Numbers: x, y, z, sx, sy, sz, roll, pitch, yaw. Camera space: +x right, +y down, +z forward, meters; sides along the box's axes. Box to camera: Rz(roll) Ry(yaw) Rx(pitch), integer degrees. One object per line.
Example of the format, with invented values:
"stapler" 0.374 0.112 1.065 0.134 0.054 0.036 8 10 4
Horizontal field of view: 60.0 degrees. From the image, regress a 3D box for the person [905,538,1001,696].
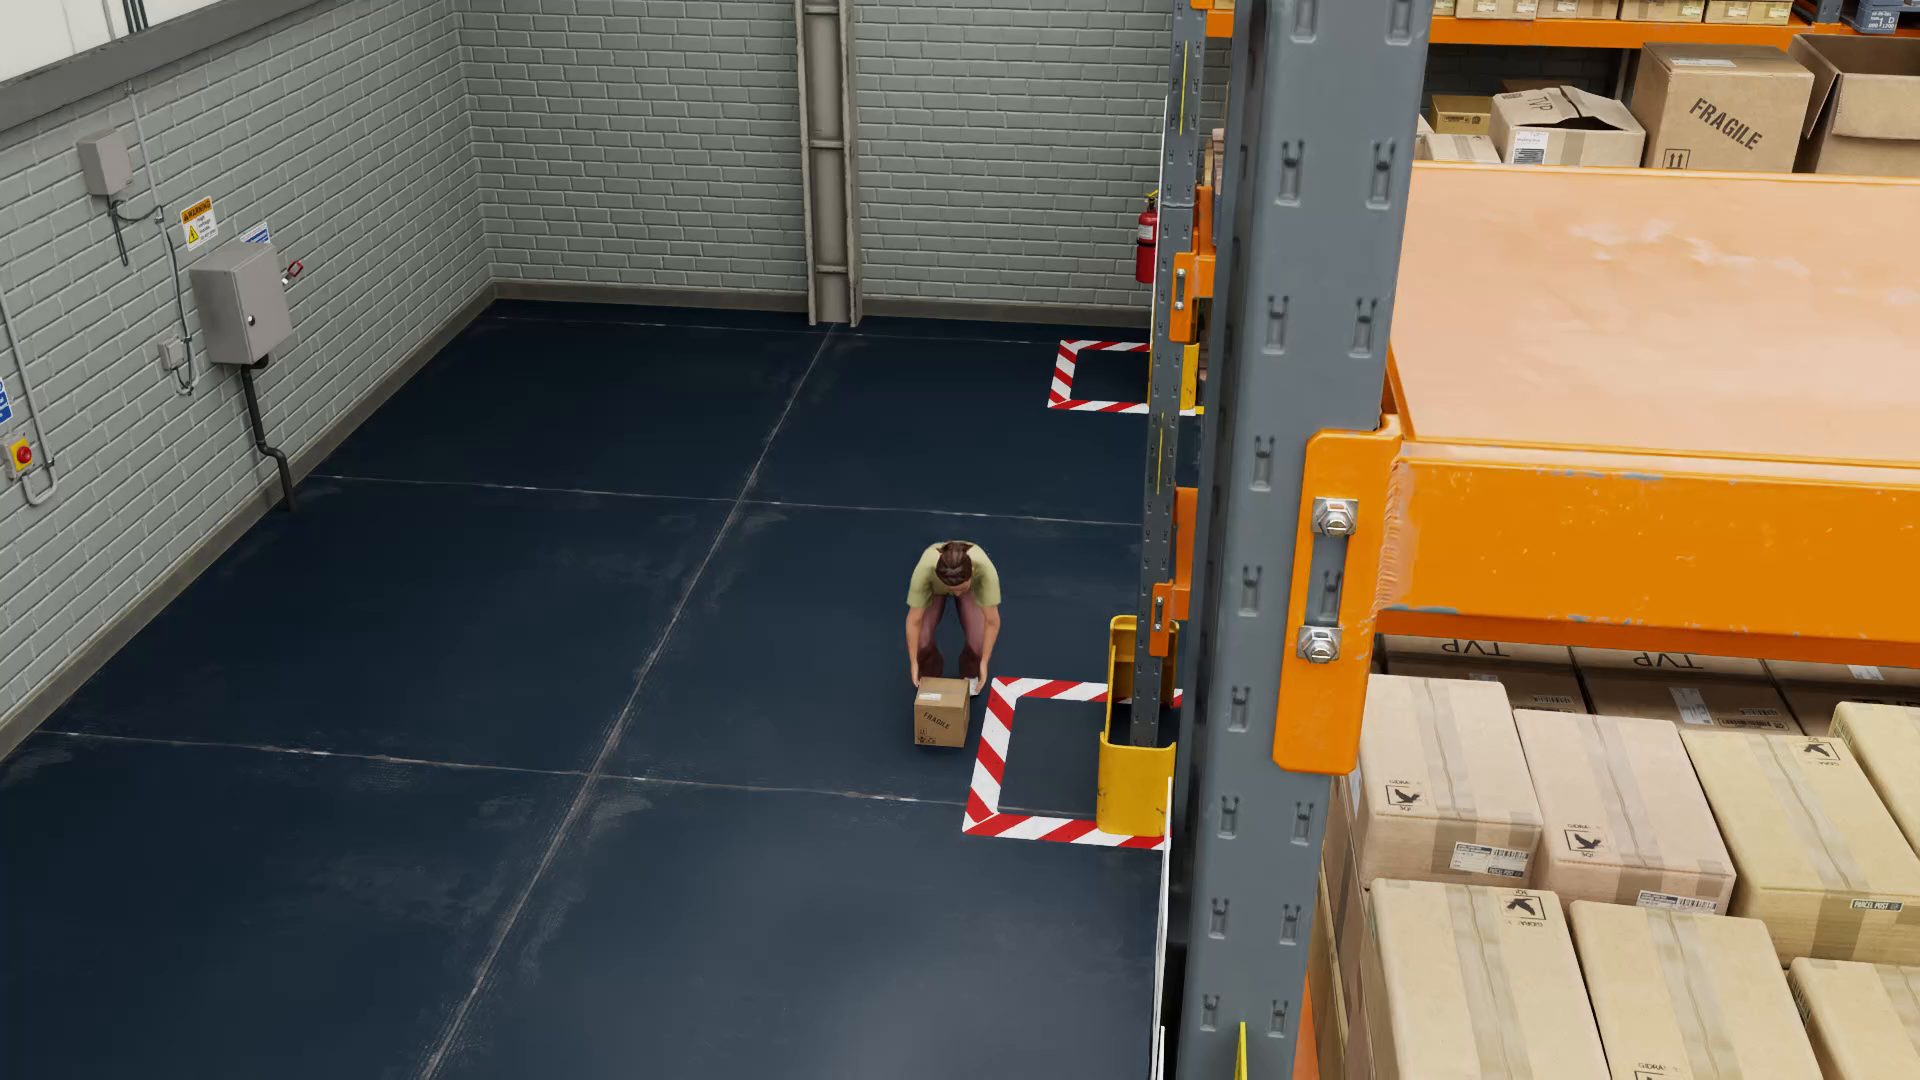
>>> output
"person" -0.025 0.367 8.635 0.491 1.023 0.777 2 29 4
